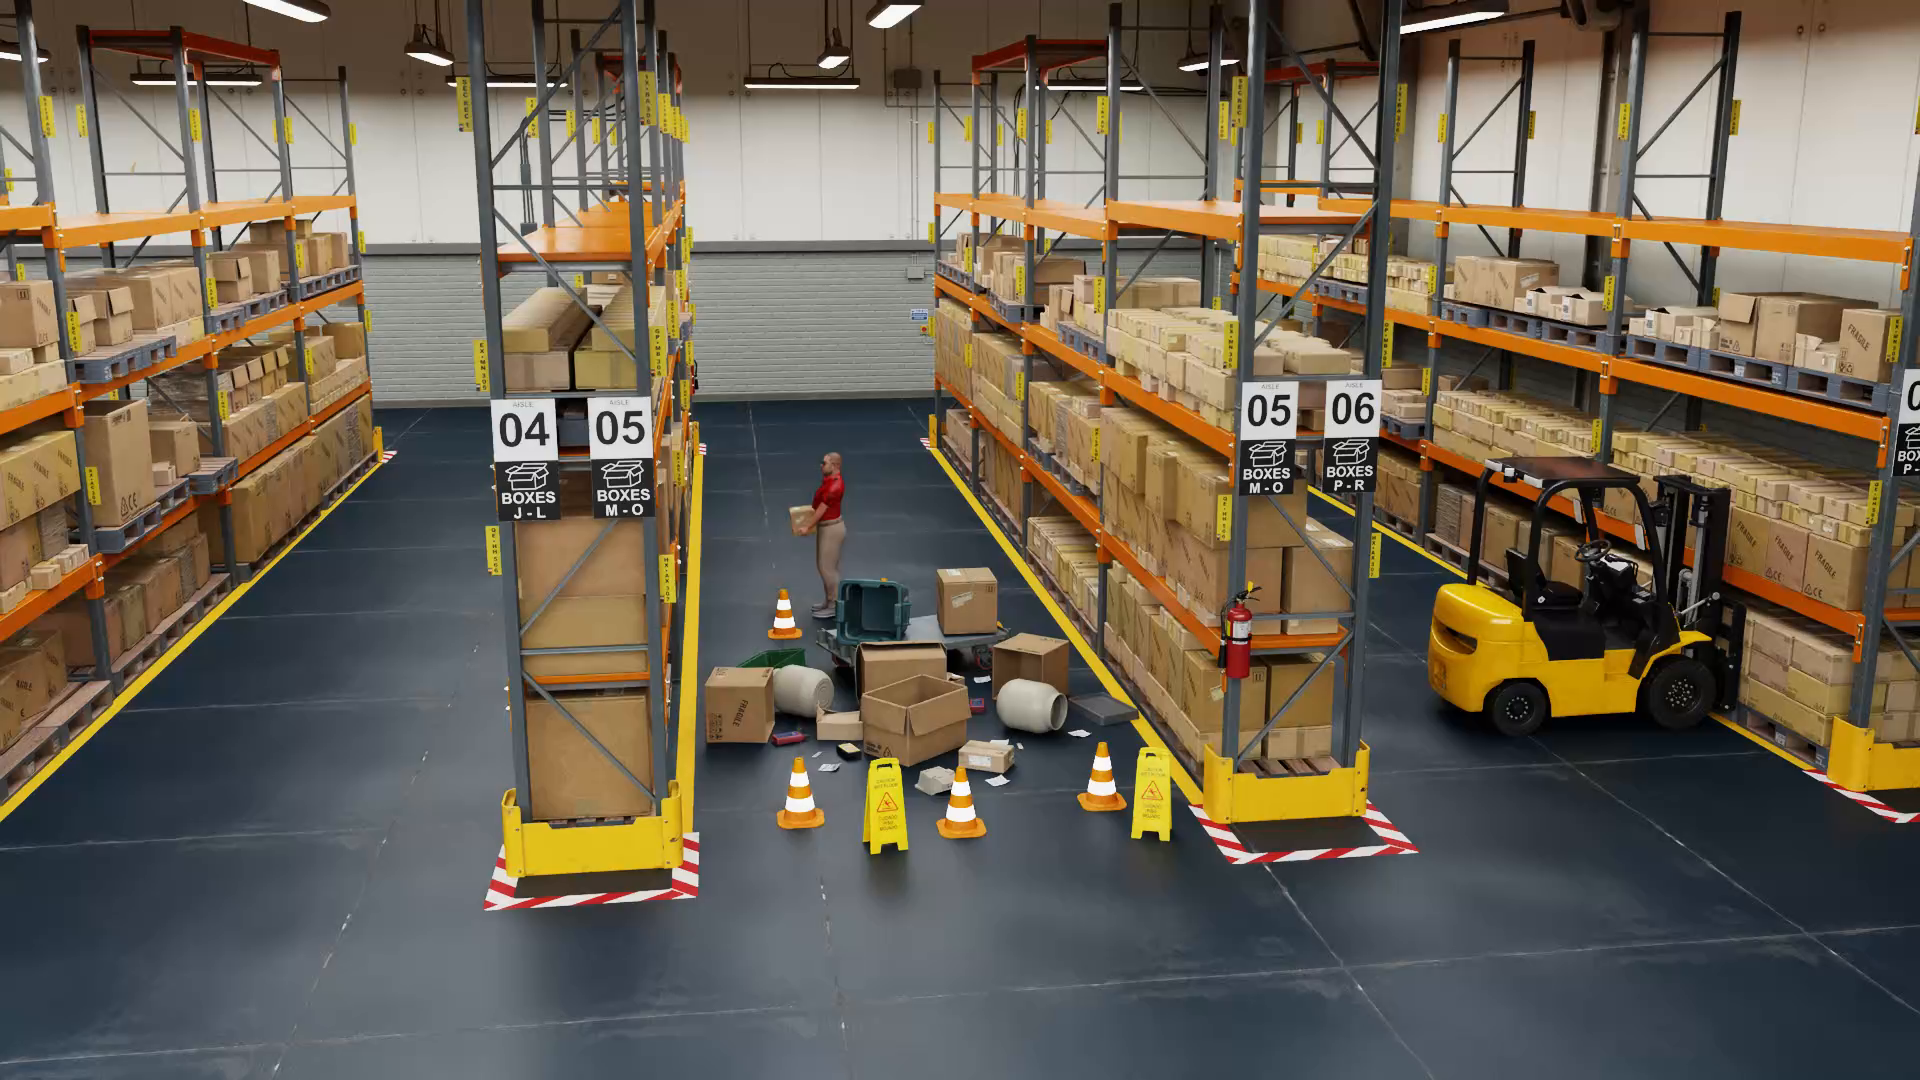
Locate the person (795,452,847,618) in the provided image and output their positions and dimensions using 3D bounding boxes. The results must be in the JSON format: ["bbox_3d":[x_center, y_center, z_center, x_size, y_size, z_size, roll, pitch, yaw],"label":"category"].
[{"bbox_3d":[-1.451,-0.059,17.302,0.539,1.721,0.492,-2,13,-8],"label":"person"}]
